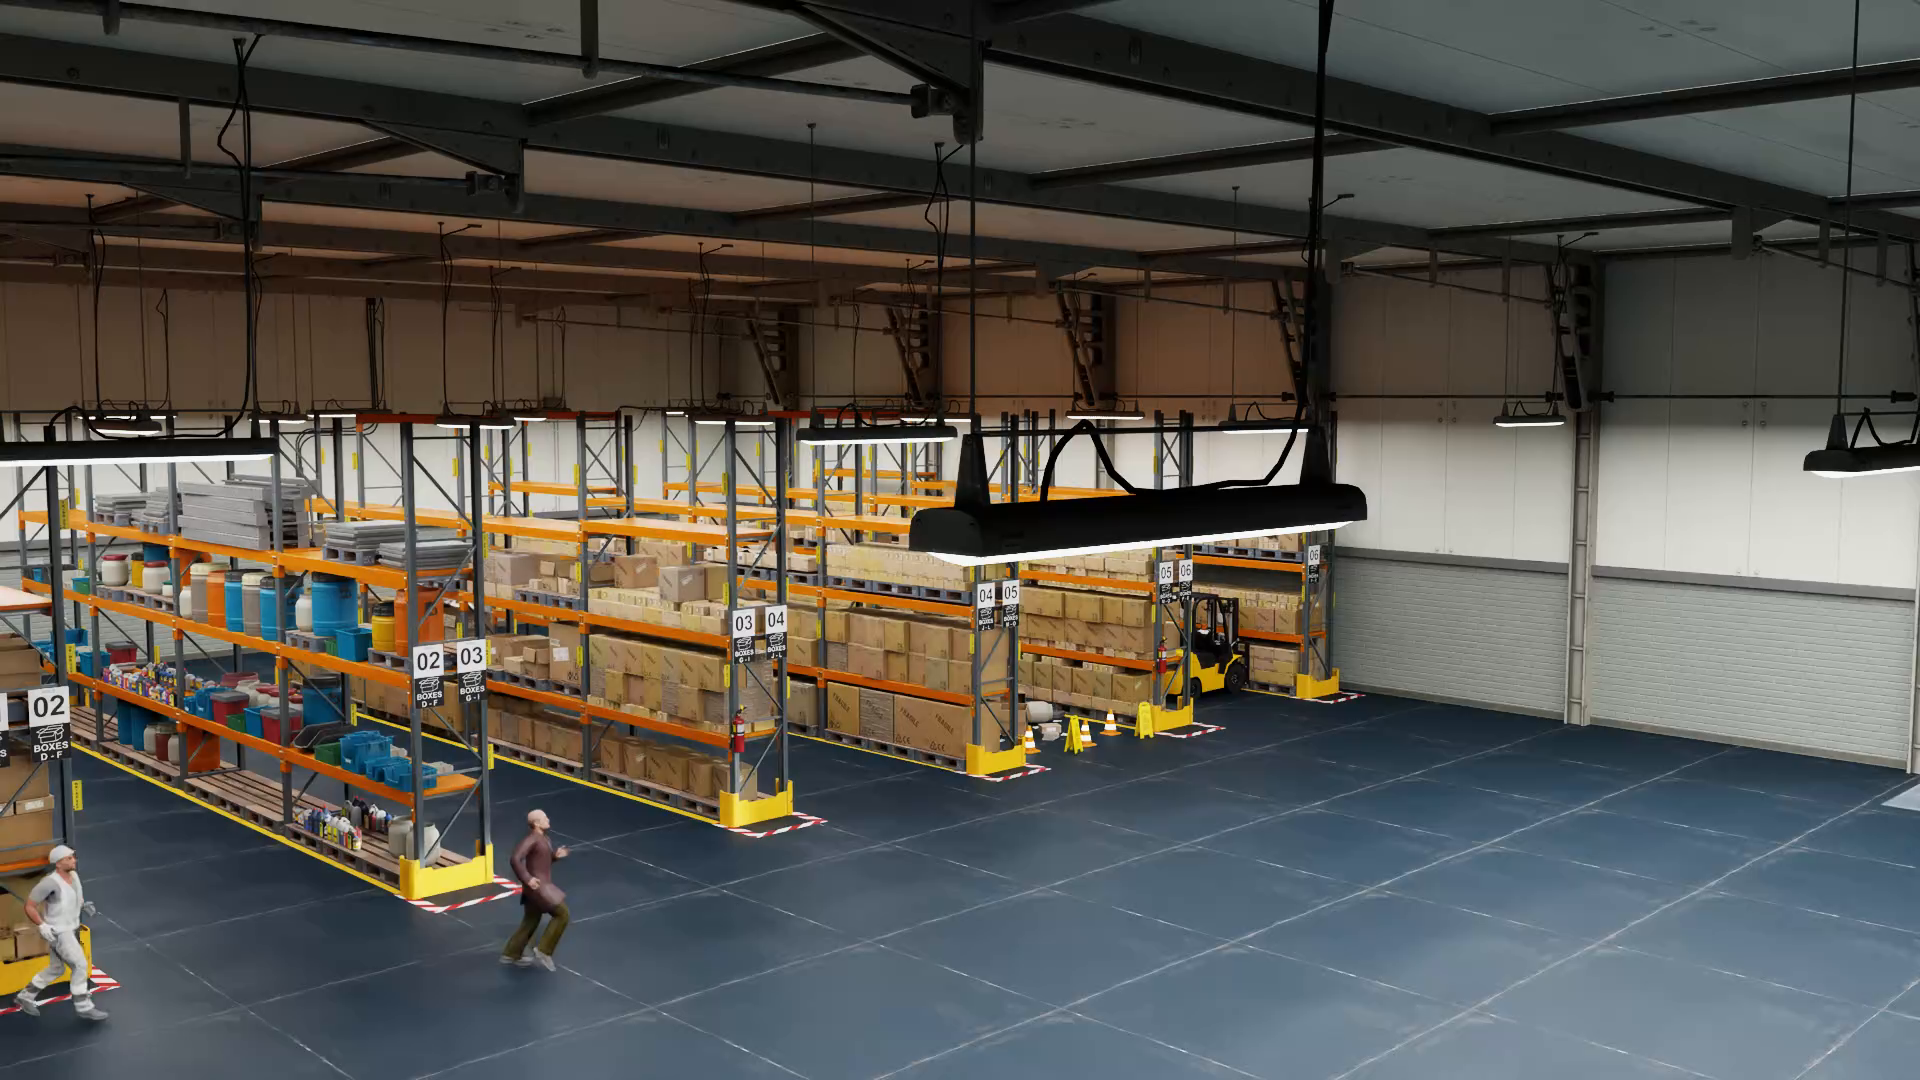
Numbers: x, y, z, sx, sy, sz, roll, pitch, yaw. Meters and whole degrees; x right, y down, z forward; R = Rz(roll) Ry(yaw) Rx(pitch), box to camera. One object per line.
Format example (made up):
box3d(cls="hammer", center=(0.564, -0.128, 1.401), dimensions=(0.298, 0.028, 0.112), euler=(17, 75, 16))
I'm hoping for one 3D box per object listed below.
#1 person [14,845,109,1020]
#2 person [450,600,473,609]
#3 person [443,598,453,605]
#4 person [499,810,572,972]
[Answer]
box3d(cls="person", center=(-9.097, 3.951, 16.810), dimensions=(0.927, 1.768, 0.648), euler=(0, 5, -5))
box3d(cls="person", center=(-11.898, 2.060, 39.254), dimensions=(0.739, 1.806, 0.841), euler=(0, 5, 6))
box3d(cls="person", center=(-12.139, 2.152, 38.824), dimensions=(0.762, 1.592, 0.496), euler=(-1, 5, -6))
box3d(cls="person", center=(-4.692, 3.872, 18.360), dimensions=(0.810, 1.806, 0.694), euler=(-1, 5, -16))
